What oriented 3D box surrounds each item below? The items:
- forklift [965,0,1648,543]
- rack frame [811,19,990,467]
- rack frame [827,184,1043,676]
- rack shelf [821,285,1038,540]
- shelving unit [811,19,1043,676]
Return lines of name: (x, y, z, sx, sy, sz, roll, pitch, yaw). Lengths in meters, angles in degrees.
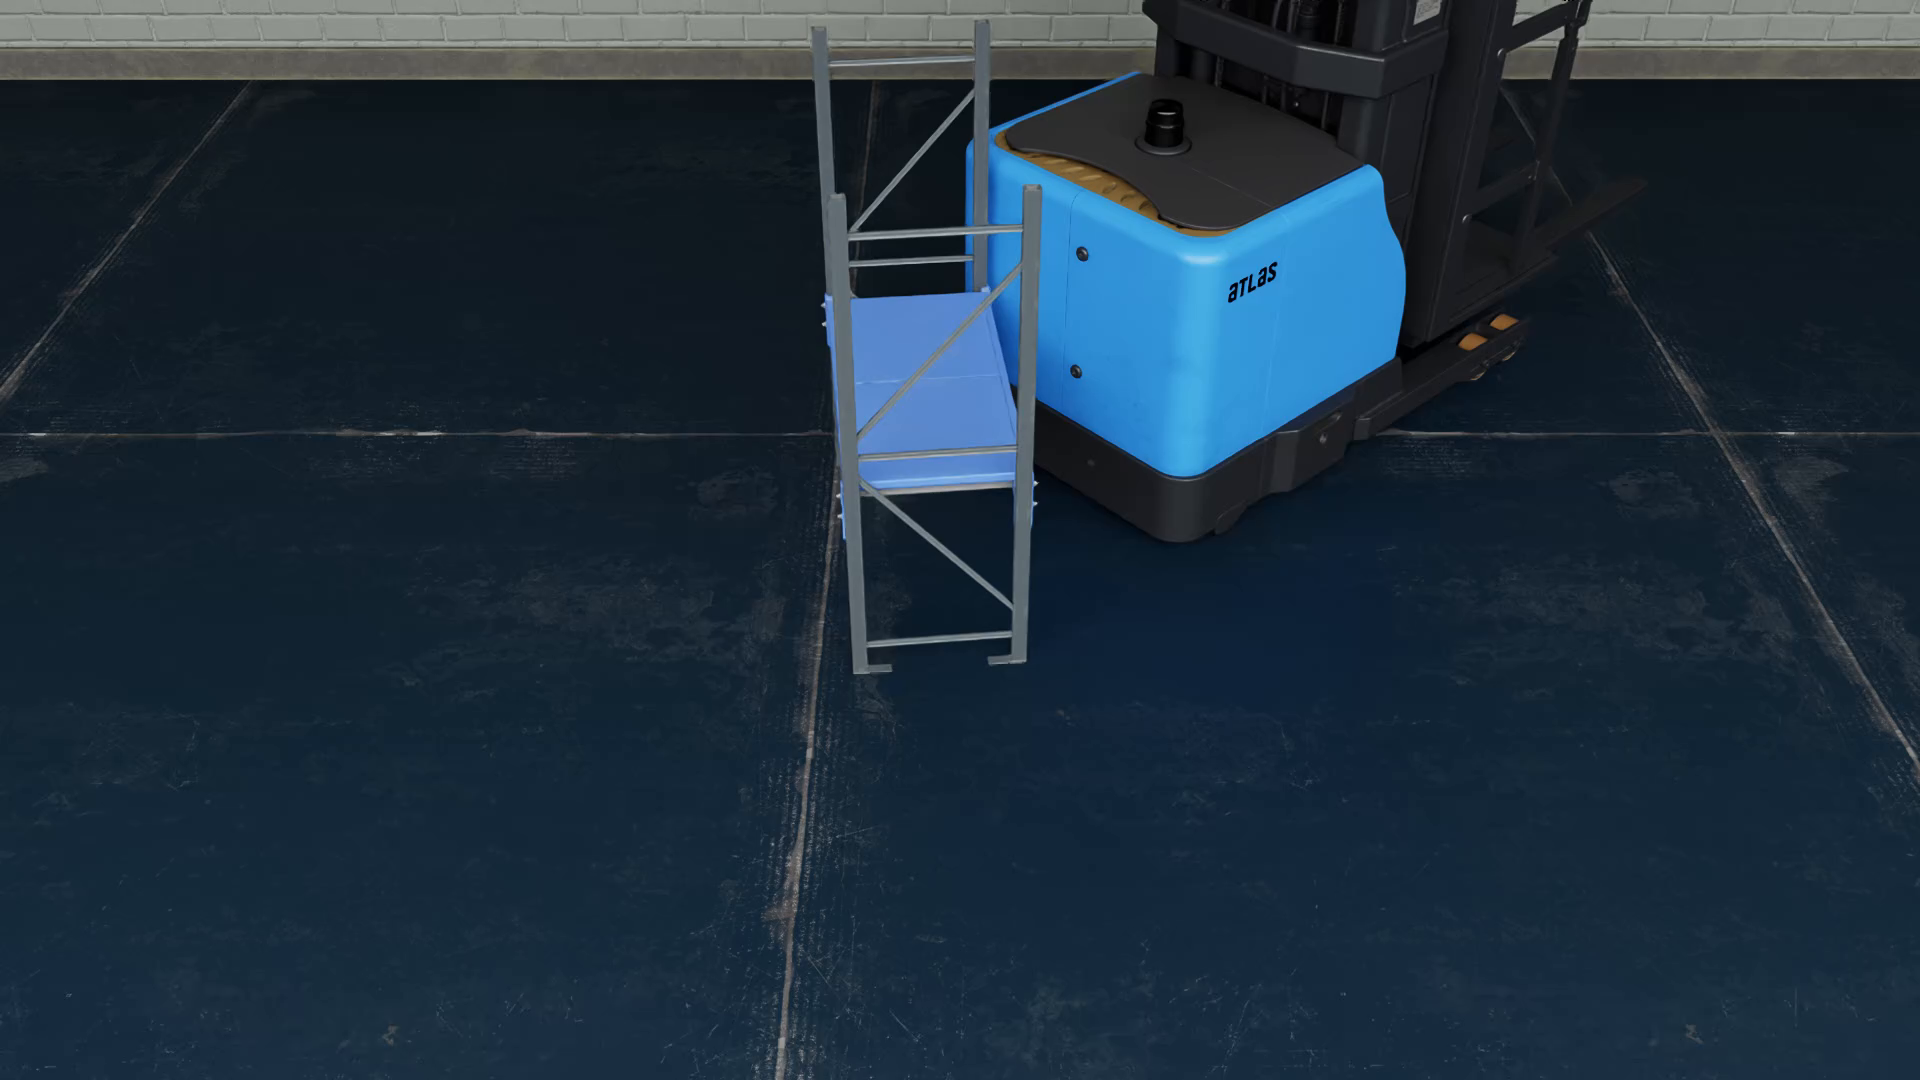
forklift: (1.430, -1.932, 5.317, 3.031, 2.935, 1.130, -30, 47, -32)
rack frame: (-0.165, -0.855, 5.117, 0.500, 1.500, 0.032, -4, 39, -5)
rack frame: (-0.058, -0.223, 4.329, 0.500, 1.500, 0.032, -4, 39, -5)
rack shelf: (-0.112, -0.398, 4.836, 0.538, 0.185, 1.000, -4, 39, -5)
shelving unit: (-0.112, -0.539, 4.723, 0.538, 1.500, 1.048, -4, 39, -5)
